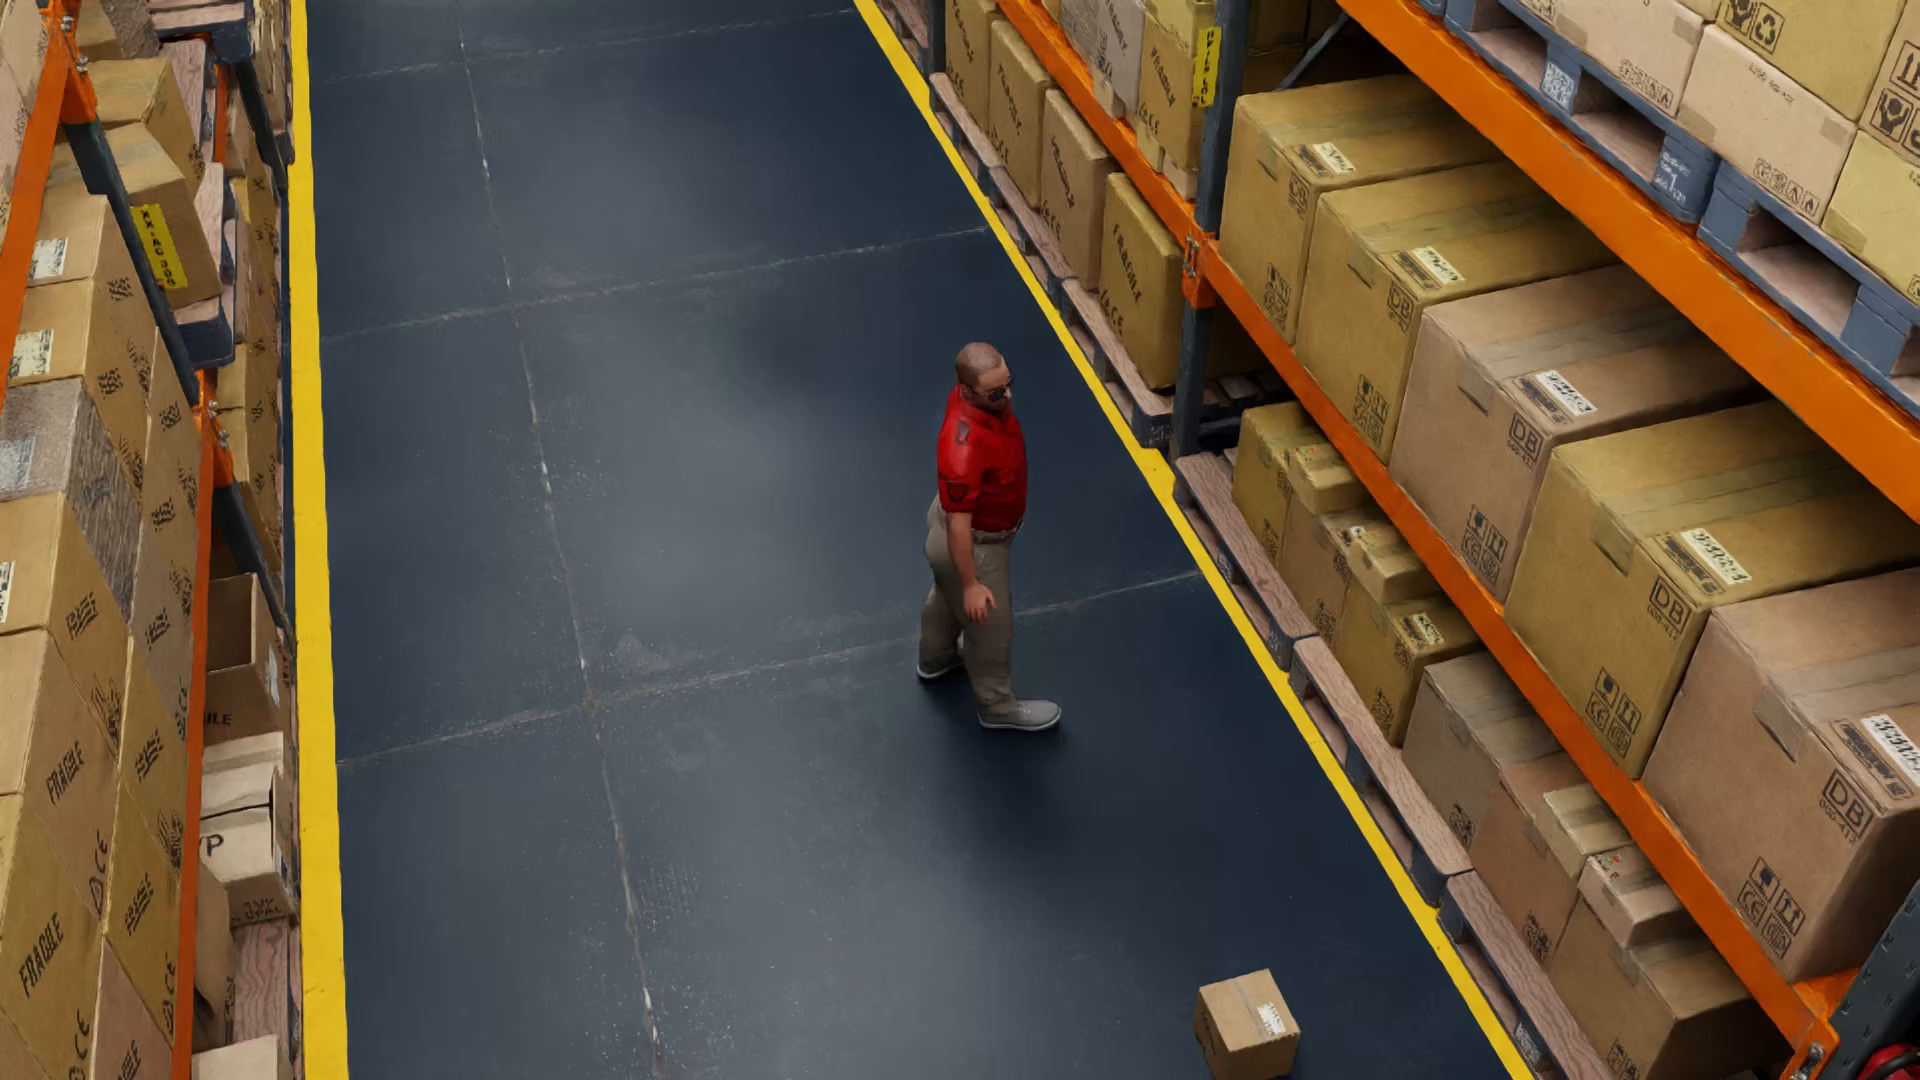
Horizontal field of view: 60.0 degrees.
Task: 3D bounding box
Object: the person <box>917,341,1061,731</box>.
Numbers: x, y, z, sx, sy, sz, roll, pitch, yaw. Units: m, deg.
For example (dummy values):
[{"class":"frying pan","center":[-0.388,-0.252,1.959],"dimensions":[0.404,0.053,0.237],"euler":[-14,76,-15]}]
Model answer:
[{"class":"person","center":[0.112,0.001,6.137],"dimensions":[0.588,1.724,0.652],"euler":[1,42,2]}]
